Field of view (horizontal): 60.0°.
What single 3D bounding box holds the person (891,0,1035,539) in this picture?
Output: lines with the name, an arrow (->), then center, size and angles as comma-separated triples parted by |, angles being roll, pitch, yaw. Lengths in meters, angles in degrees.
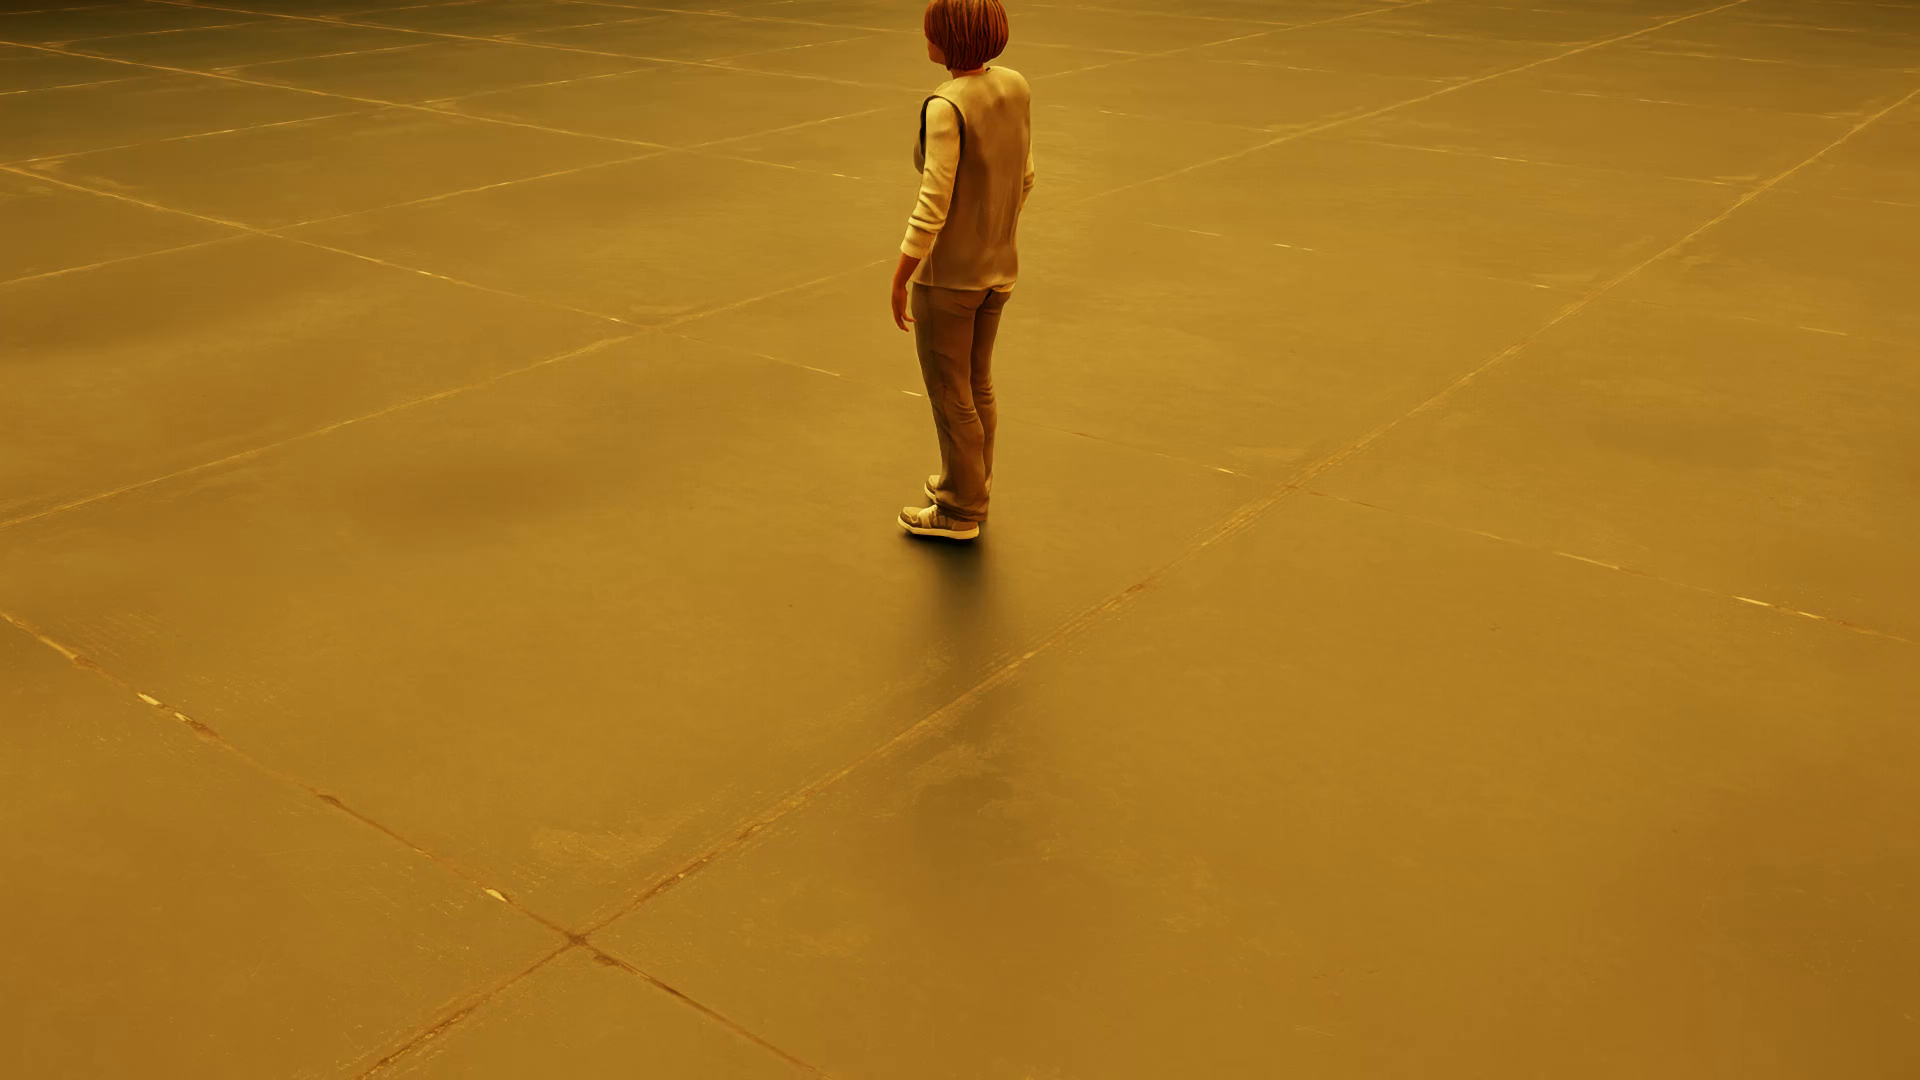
person -> -0.050, -0.762, 4.745 | 0.475, 1.597, 0.520 | 17, 29, 34
